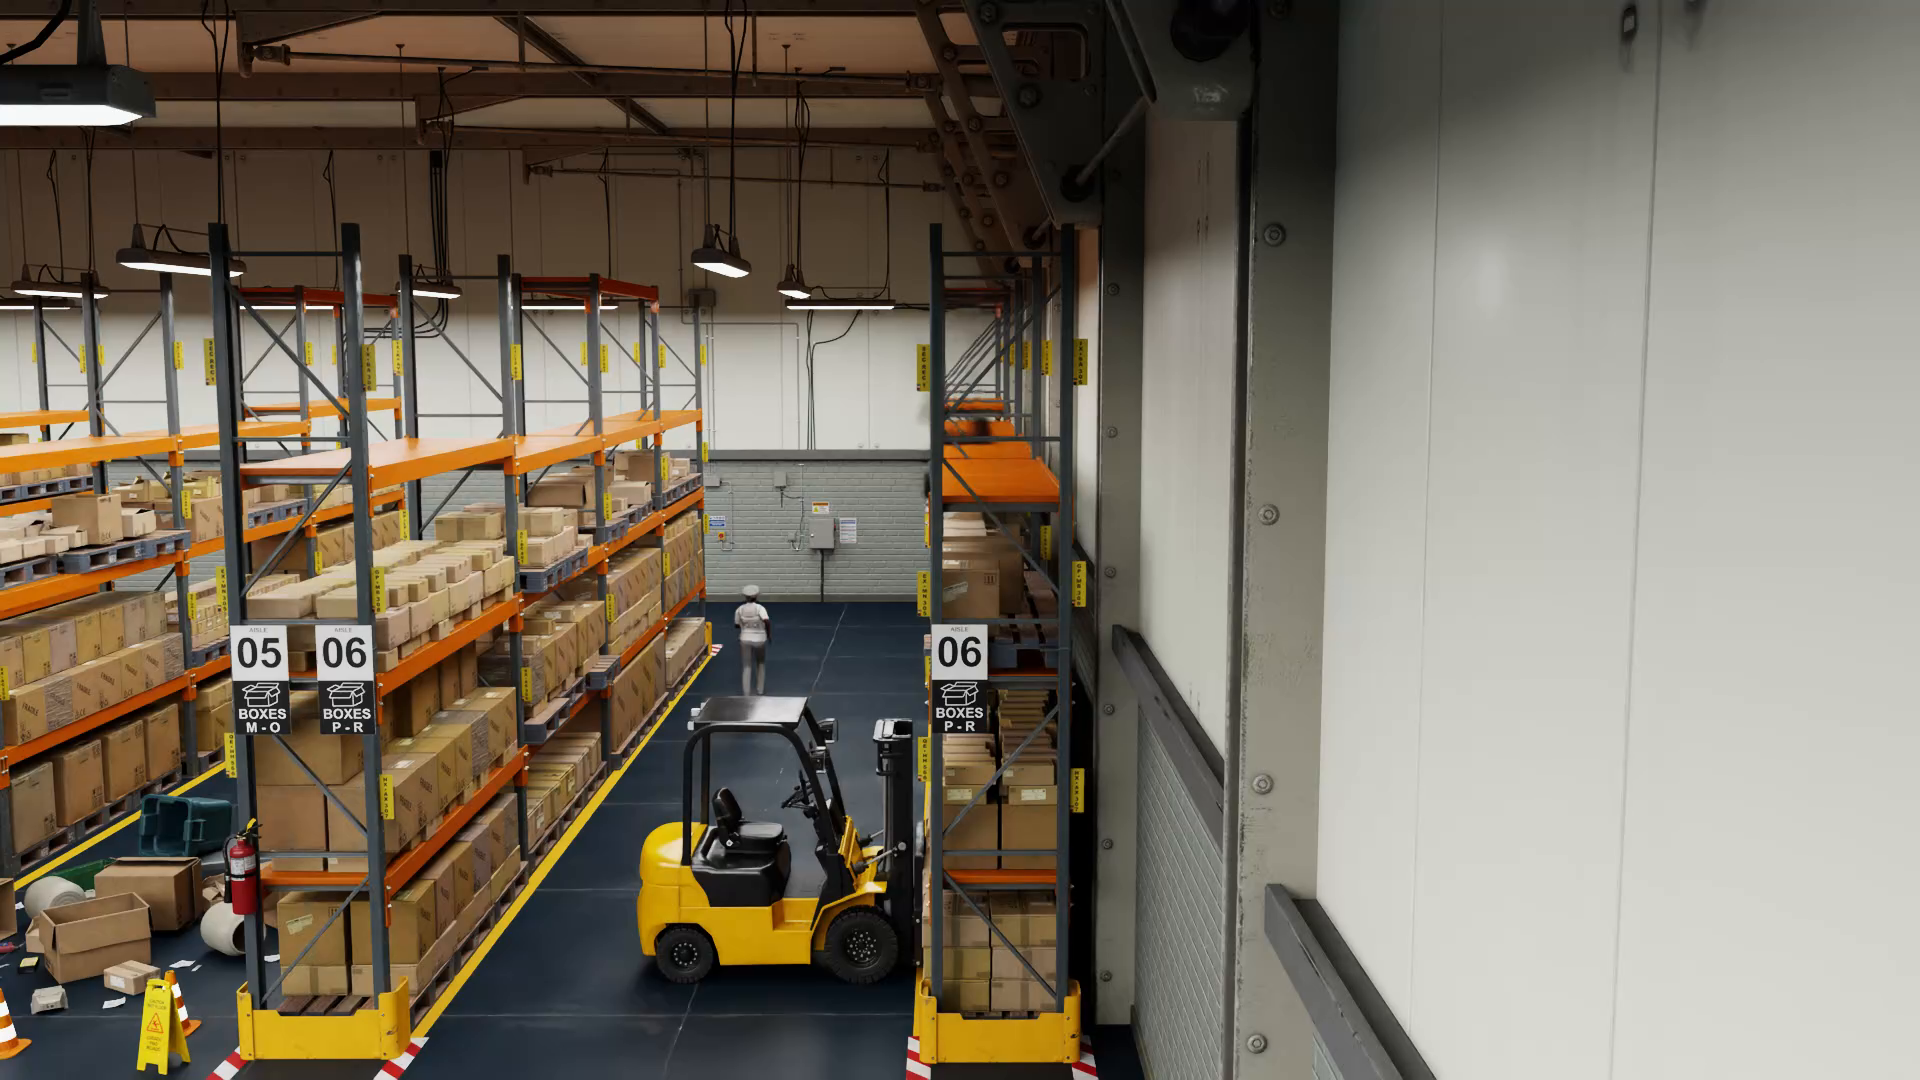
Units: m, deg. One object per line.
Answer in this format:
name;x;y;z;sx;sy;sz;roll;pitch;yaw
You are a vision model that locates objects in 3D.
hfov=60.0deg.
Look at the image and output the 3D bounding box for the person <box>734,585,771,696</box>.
person;-2.992;1.525;24.037;0.549;1.754;0.752;0;7;-3
